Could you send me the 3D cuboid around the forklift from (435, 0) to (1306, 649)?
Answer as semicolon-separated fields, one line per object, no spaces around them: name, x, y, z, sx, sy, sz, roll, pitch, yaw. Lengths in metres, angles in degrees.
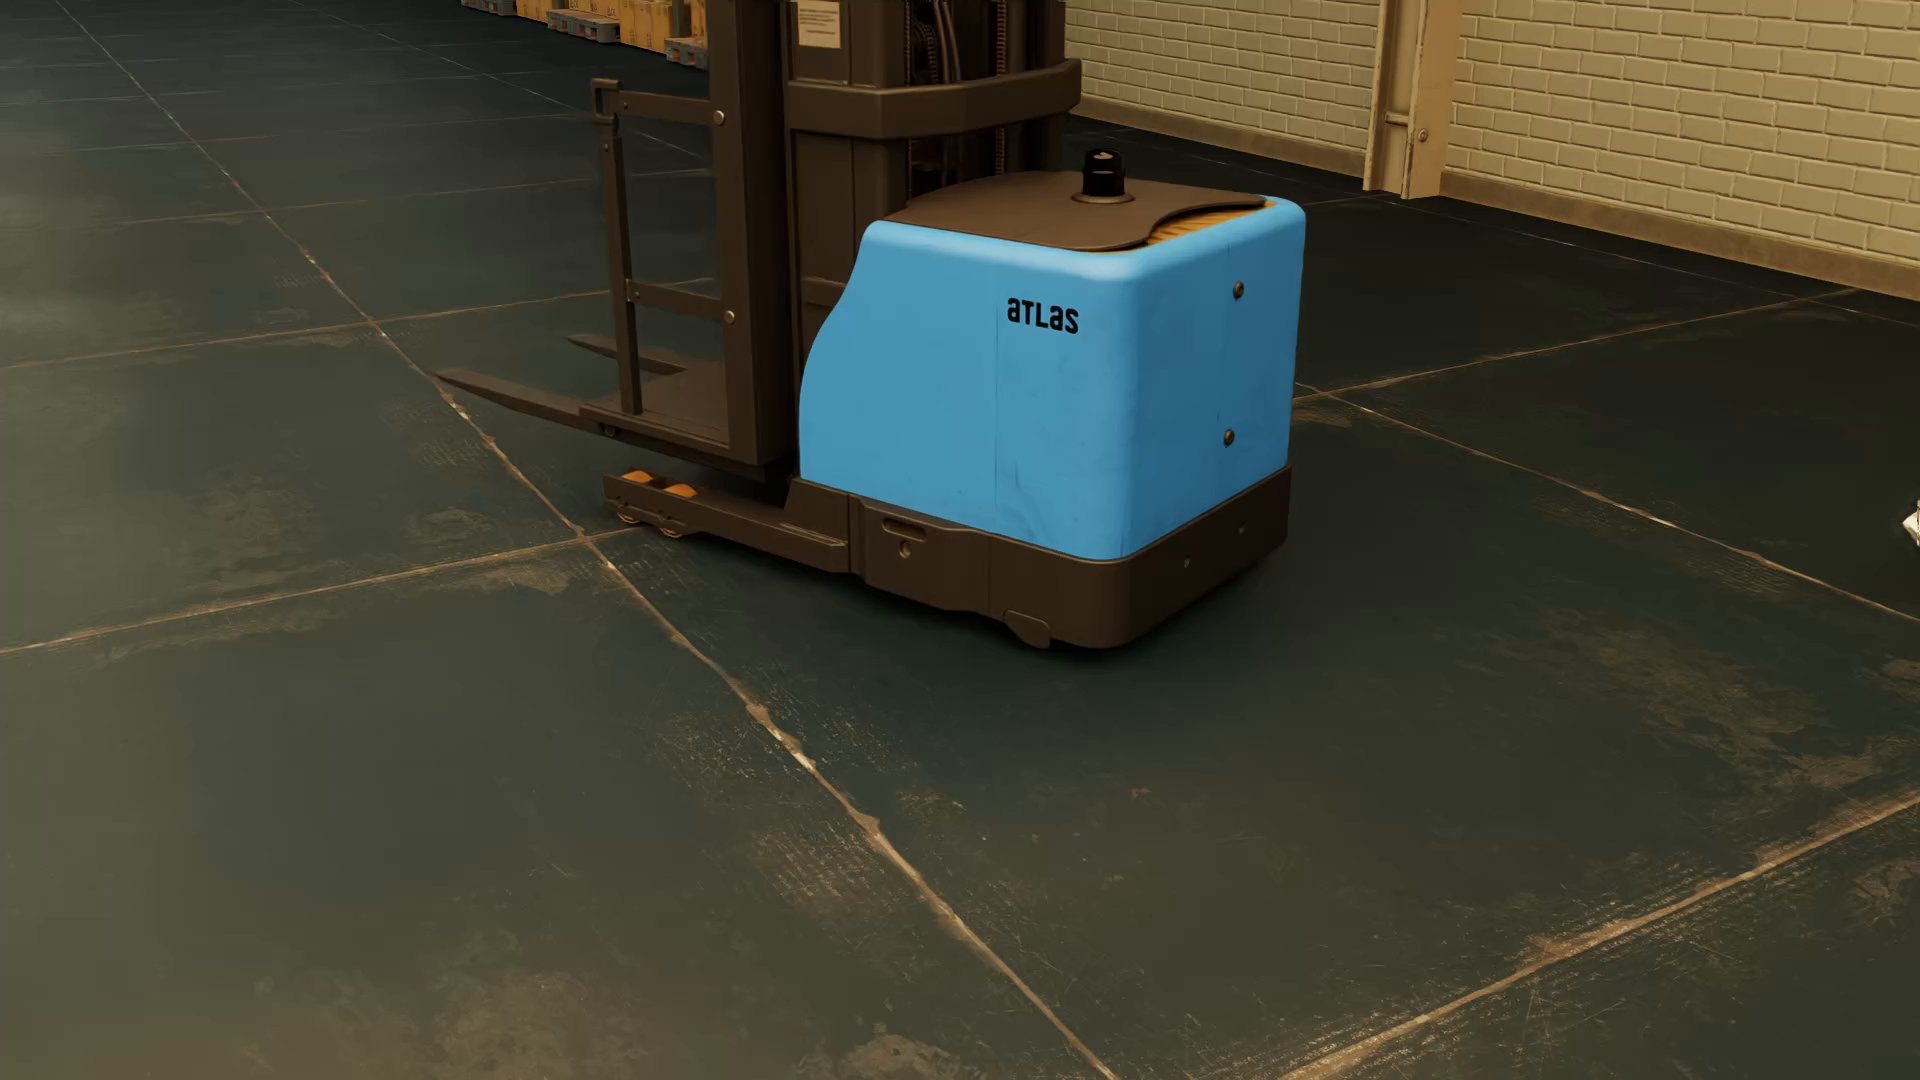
forklift;-0.501;-1.503;4.937;3.031;2.935;1.130;16;27;34

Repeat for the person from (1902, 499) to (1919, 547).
person;2.844;-0.515;4.319;0.443;1.579;0.600;3;23;8
